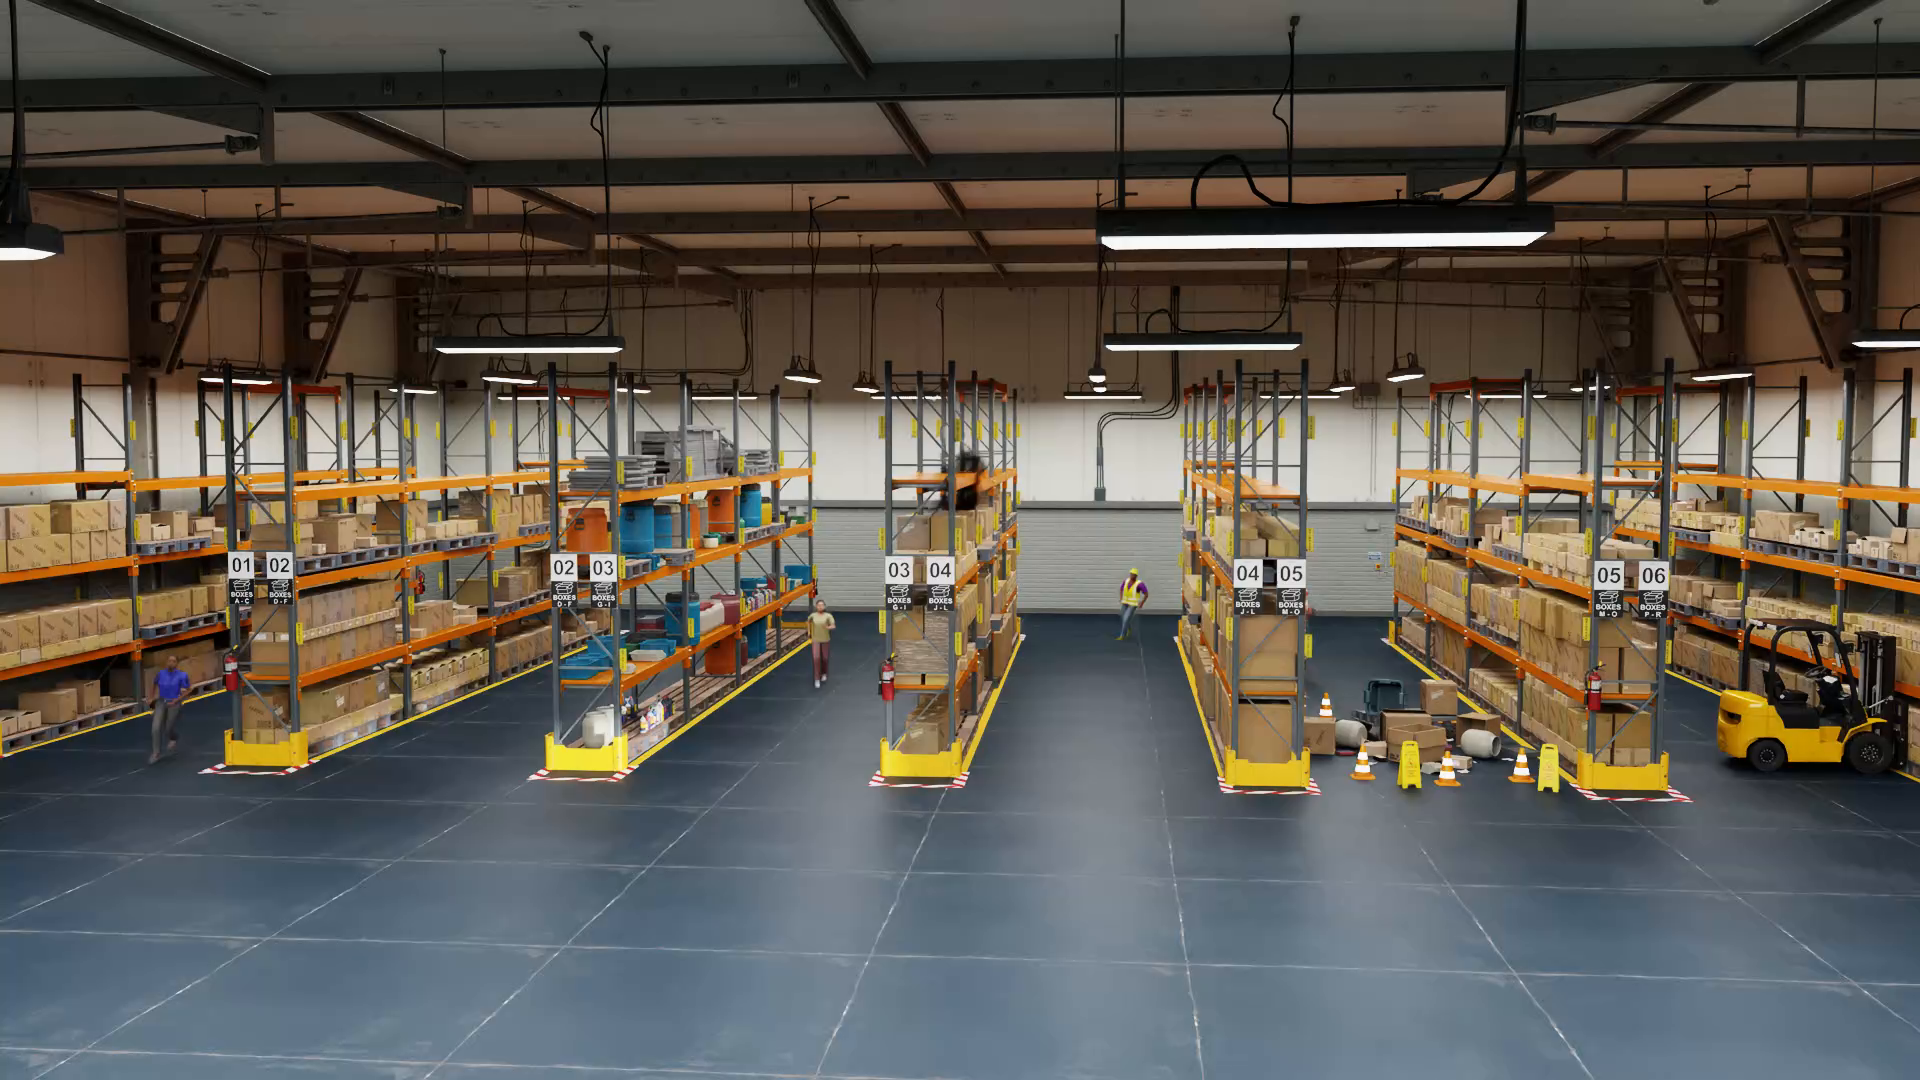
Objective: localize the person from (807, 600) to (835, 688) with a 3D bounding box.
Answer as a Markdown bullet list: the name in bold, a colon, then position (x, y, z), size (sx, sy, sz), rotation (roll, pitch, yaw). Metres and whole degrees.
- **person**: position (-2.721, 2.001, 32.569), size (0.568, 1.678, 0.940), rotation (0, 4, -4)

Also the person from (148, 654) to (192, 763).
- **person**: position (-12.050, 2.545, 25.384), size (0.615, 1.629, 0.724), rotation (0, 4, -5)

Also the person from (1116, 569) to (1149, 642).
- **person**: position (4.100, 1.539, 39.540), size (0.765, 1.736, 0.804), rotation (3, 5, 35)

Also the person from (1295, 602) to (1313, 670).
- **person**: position (6.964, 1.840, 34.645), size (0.632, 1.830, 0.754), rotation (0, 4, -4)
